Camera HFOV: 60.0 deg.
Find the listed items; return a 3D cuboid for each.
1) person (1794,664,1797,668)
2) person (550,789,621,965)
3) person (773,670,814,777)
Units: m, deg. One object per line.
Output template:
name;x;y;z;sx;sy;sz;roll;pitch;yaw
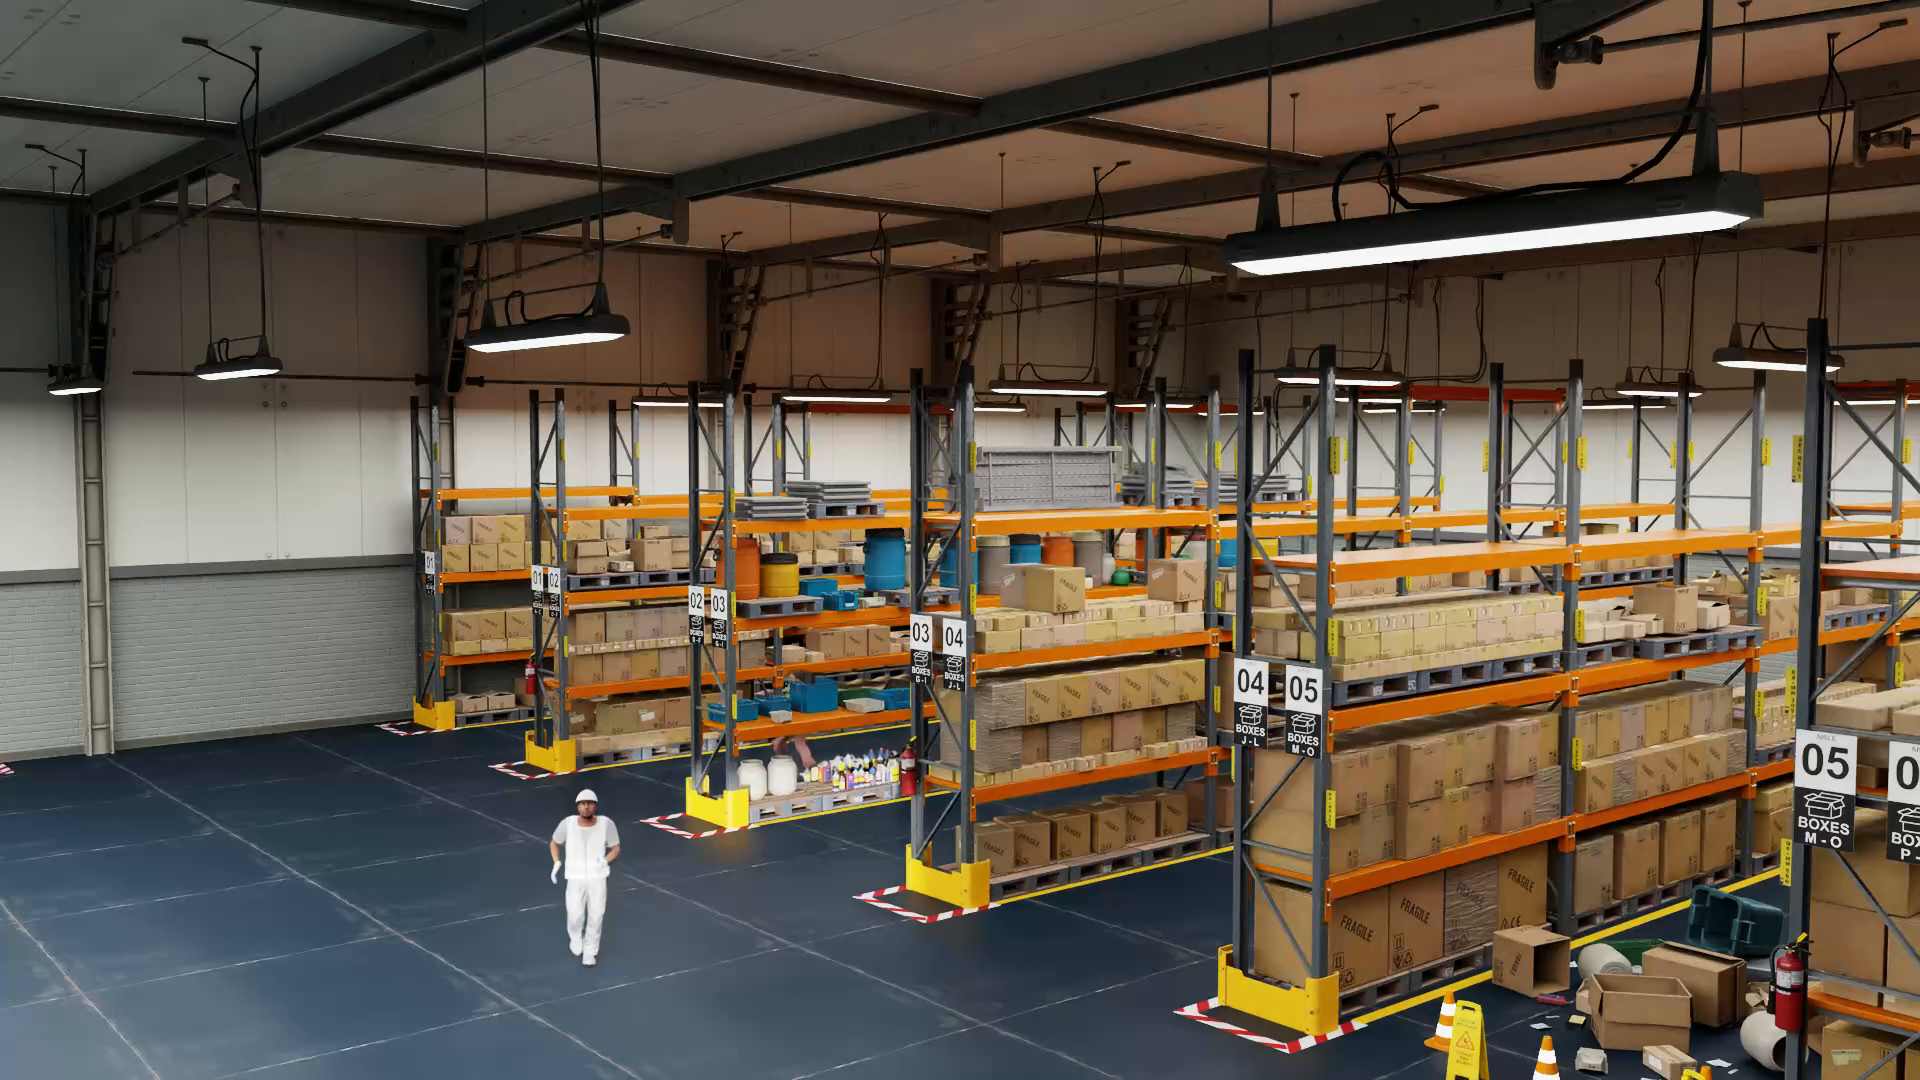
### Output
person;12.771;2.754;25.490;0.995;1.754;0.715;-2;4;-34
person;-3.671;3.325;16.325;0.678;1.736;0.584;-1;3;-13
person;-2.507;2.839;25.271;0.730;1.725;0.545;-3;5;-44
